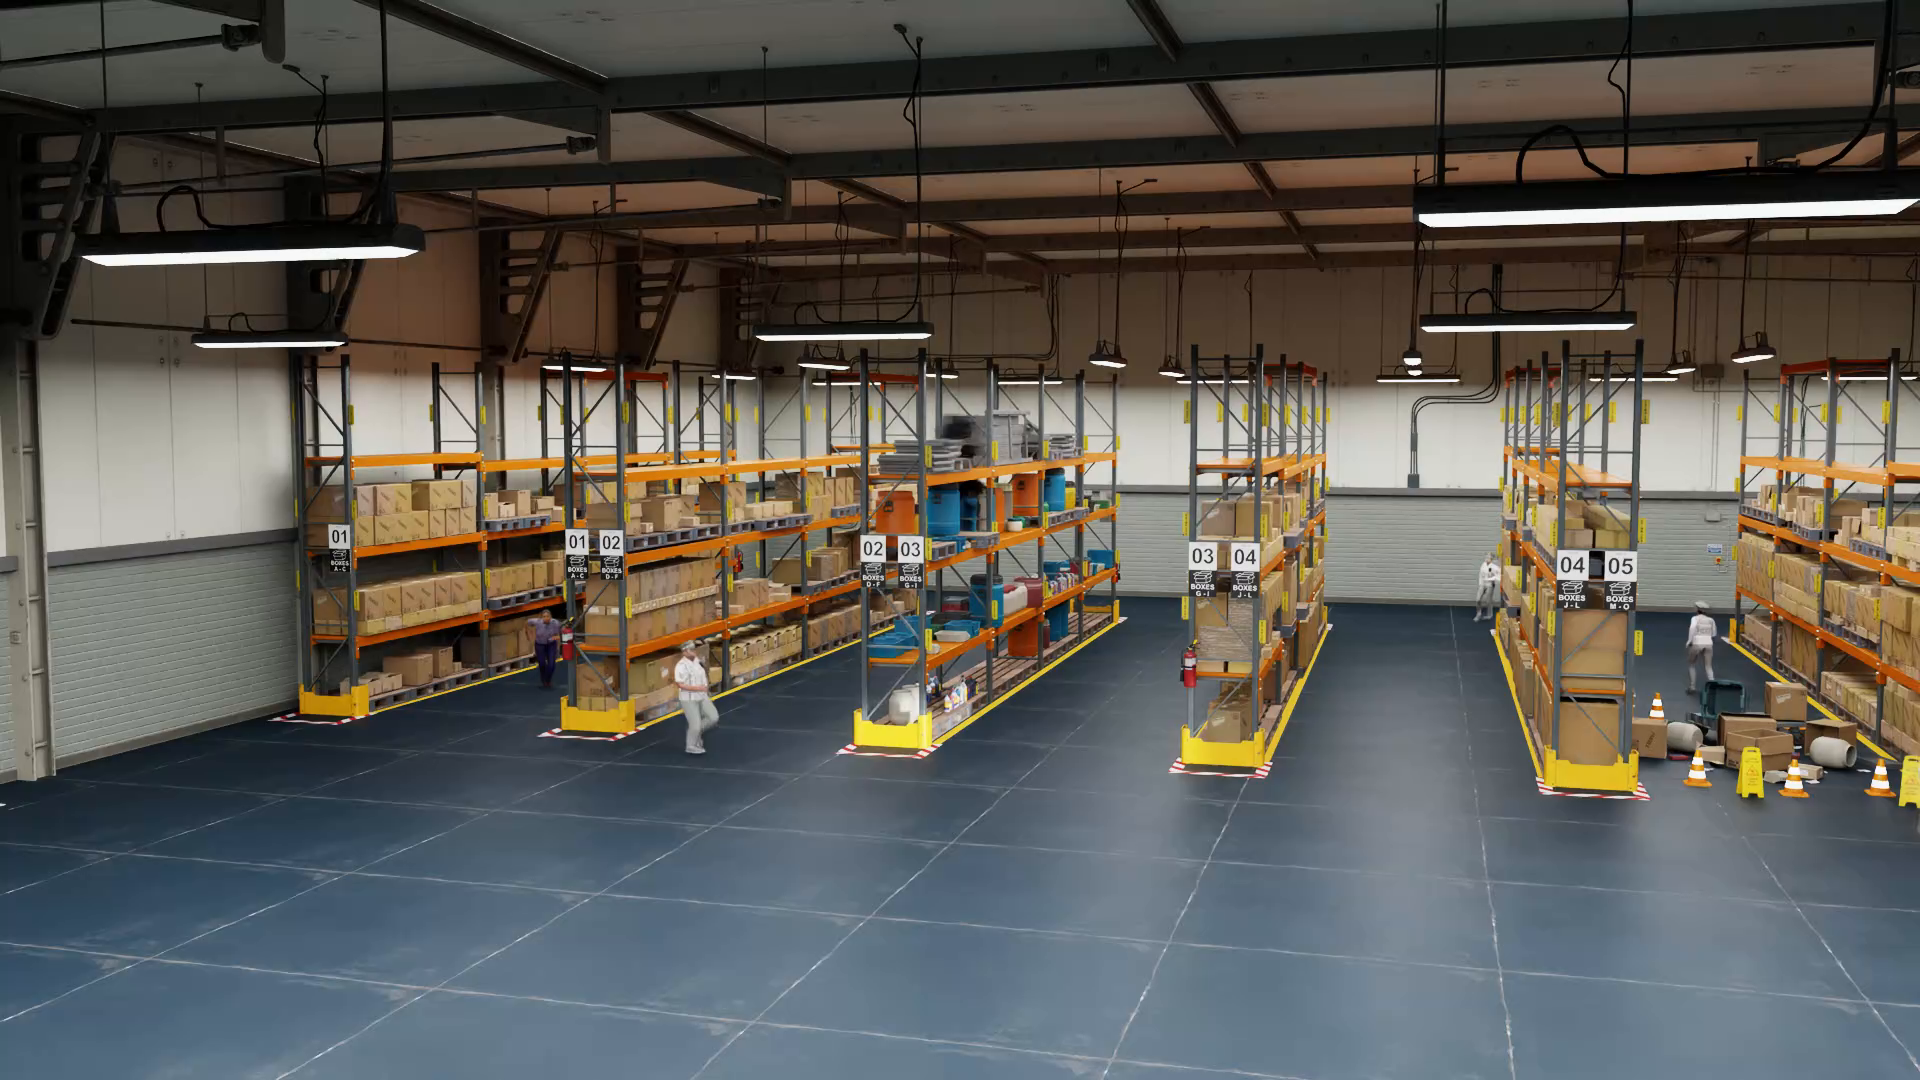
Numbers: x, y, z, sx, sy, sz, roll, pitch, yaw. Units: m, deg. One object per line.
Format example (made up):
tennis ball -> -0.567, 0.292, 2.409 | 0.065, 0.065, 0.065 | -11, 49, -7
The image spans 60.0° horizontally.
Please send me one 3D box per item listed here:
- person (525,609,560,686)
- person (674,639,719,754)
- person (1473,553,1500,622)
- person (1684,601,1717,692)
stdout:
person -> -7.625, 1.978, 30.437 | 0.645, 1.483, 0.860 | -1, 4, -16
person -> -3.916, 2.306, 24.485 | 0.577, 1.718, 0.672 | 3, 5, 35
person -> 12.810, 1.156, 40.244 | 0.686, 1.732, 0.626 | -4, 6, -44
person -> 13.257, 1.950, 29.685 | 0.600, 1.680, 0.936 | 0, 4, 5
